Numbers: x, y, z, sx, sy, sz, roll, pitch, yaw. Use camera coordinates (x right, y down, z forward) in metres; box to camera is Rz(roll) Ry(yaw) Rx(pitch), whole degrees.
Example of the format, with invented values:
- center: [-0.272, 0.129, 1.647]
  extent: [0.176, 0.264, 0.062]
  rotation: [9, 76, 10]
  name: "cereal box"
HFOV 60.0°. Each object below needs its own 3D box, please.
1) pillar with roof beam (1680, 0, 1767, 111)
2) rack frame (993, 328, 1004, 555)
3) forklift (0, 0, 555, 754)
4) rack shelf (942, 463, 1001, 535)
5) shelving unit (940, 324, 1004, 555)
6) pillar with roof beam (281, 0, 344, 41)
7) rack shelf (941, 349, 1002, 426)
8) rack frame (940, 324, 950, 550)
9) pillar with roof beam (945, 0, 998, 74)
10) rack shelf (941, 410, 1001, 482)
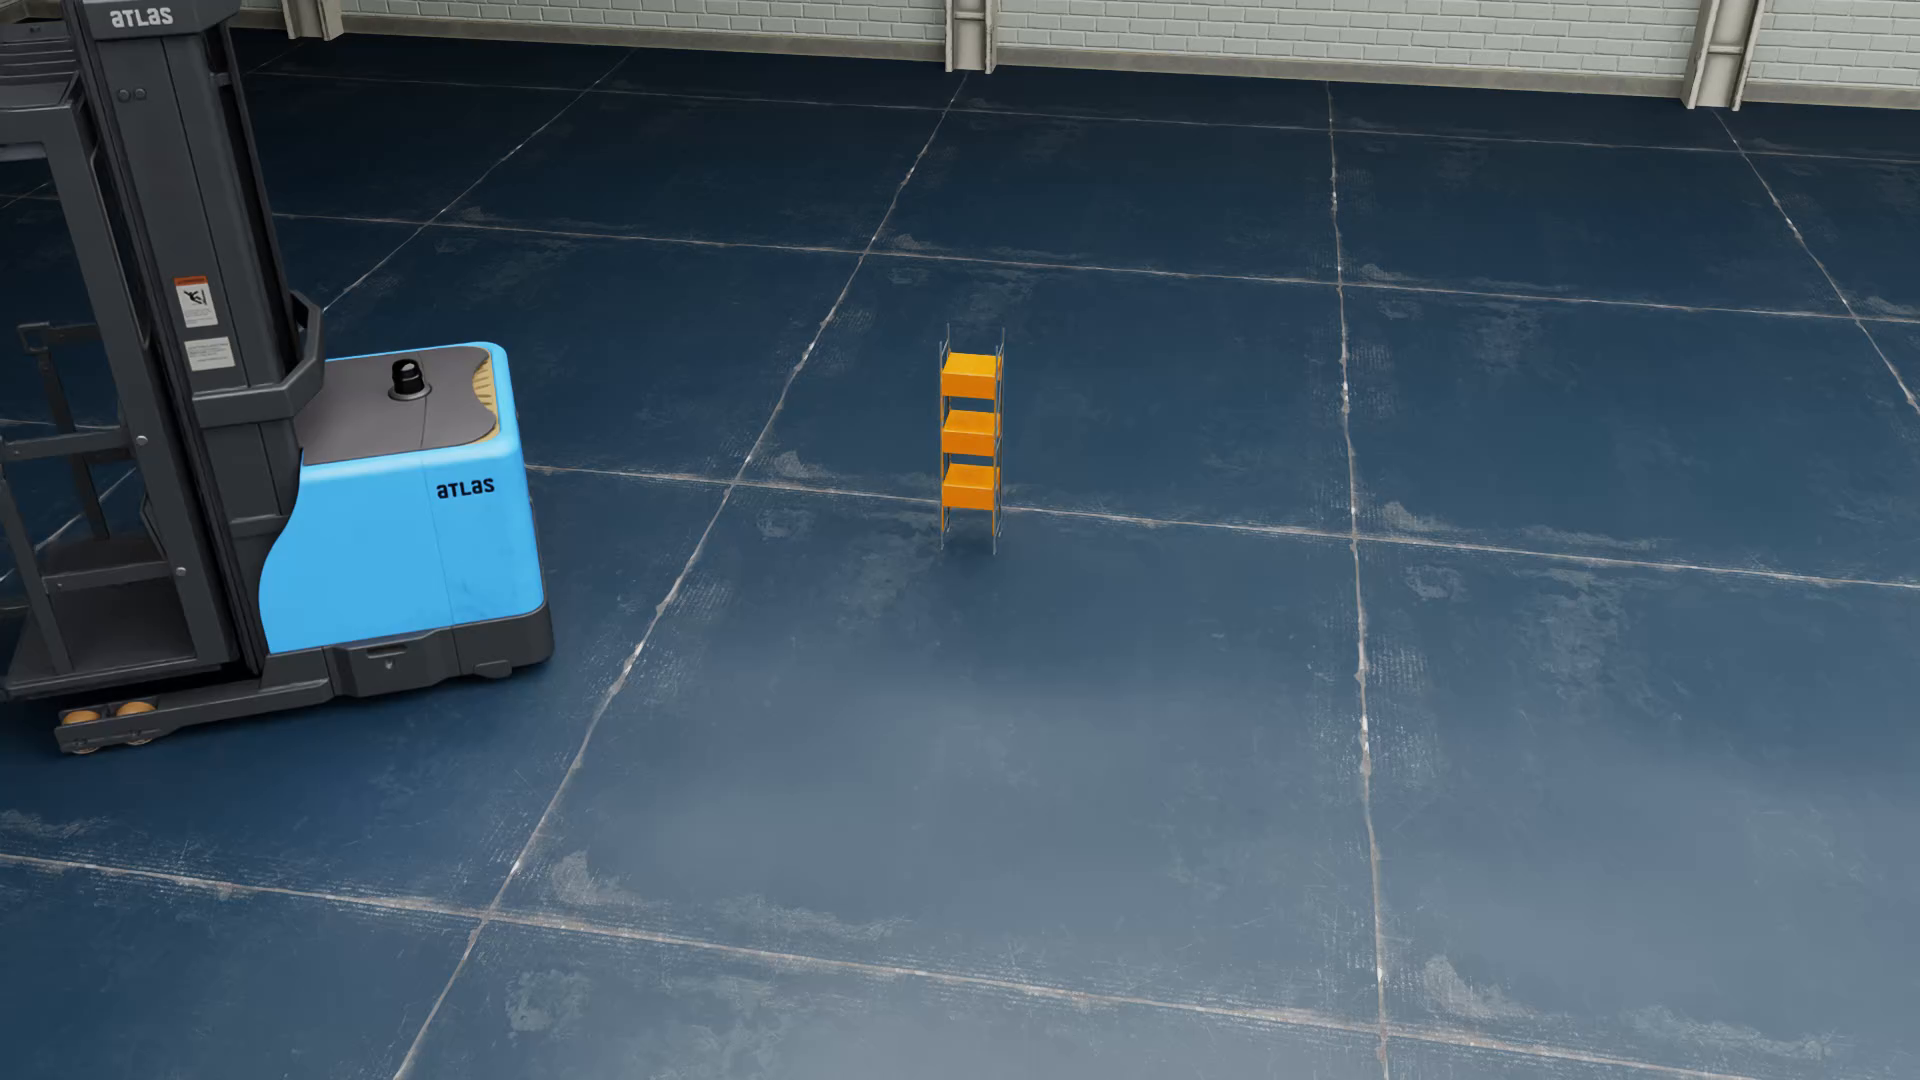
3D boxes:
- center: [5.285, -5.063, 7.357]
  extent: [0.400, 9.000, 9.100]
  rotation: [5, 32, 8]
  name: "pillar with roof beam"
- center: [0.173, -0.429, 7.446]
  extent: [0.008, 1.050, 0.200]
  rotation: [5, 32, 8]
  name: "rack frame"
- center: [-3.257, -0.729, 6.153]
  extent: [3.031, 2.935, 1.130]
  rotation: [-9, 33, -14]
  name: "forklift"
- center: [0.053, -0.196, 7.617]
  extent: [0.240, 0.259, 0.215]
  rotation: [5, 32, 8]
  name: "rack shelf"
- center: [0.053, -0.440, 7.464]
  extent: [0.252, 1.050, 0.215]
  rotation: [5, 32, 8]
  name: "shelving unit"
- center: [-6.544, -6.134, 9.069]
  extent: [0.400, 9.000, 9.100]
  rotation: [5, 32, 8]
  name: "pillar with roof beam"
- center: [0.053, -0.672, 7.319]
  extent: [0.240, 0.259, 0.215]
  rotation: [5, 32, 8]
  name: "rack shelf"
- center: [-0.068, -0.451, 7.481]
  extent: [0.008, 1.050, 0.200]
  rotation: [5, 32, 8]
  name: "rack frame"
- center: [-0.629, -5.599, 8.213]
  extent: [0.400, 9.000, 9.100]
  rotation: [5, 32, 8]
  name: "pillar with roof beam"
- center: [0.053, -0.431, 7.469]
  extent: [0.240, 0.259, 0.215]
  rotation: [5, 32, 8]
  name: "rack shelf"
